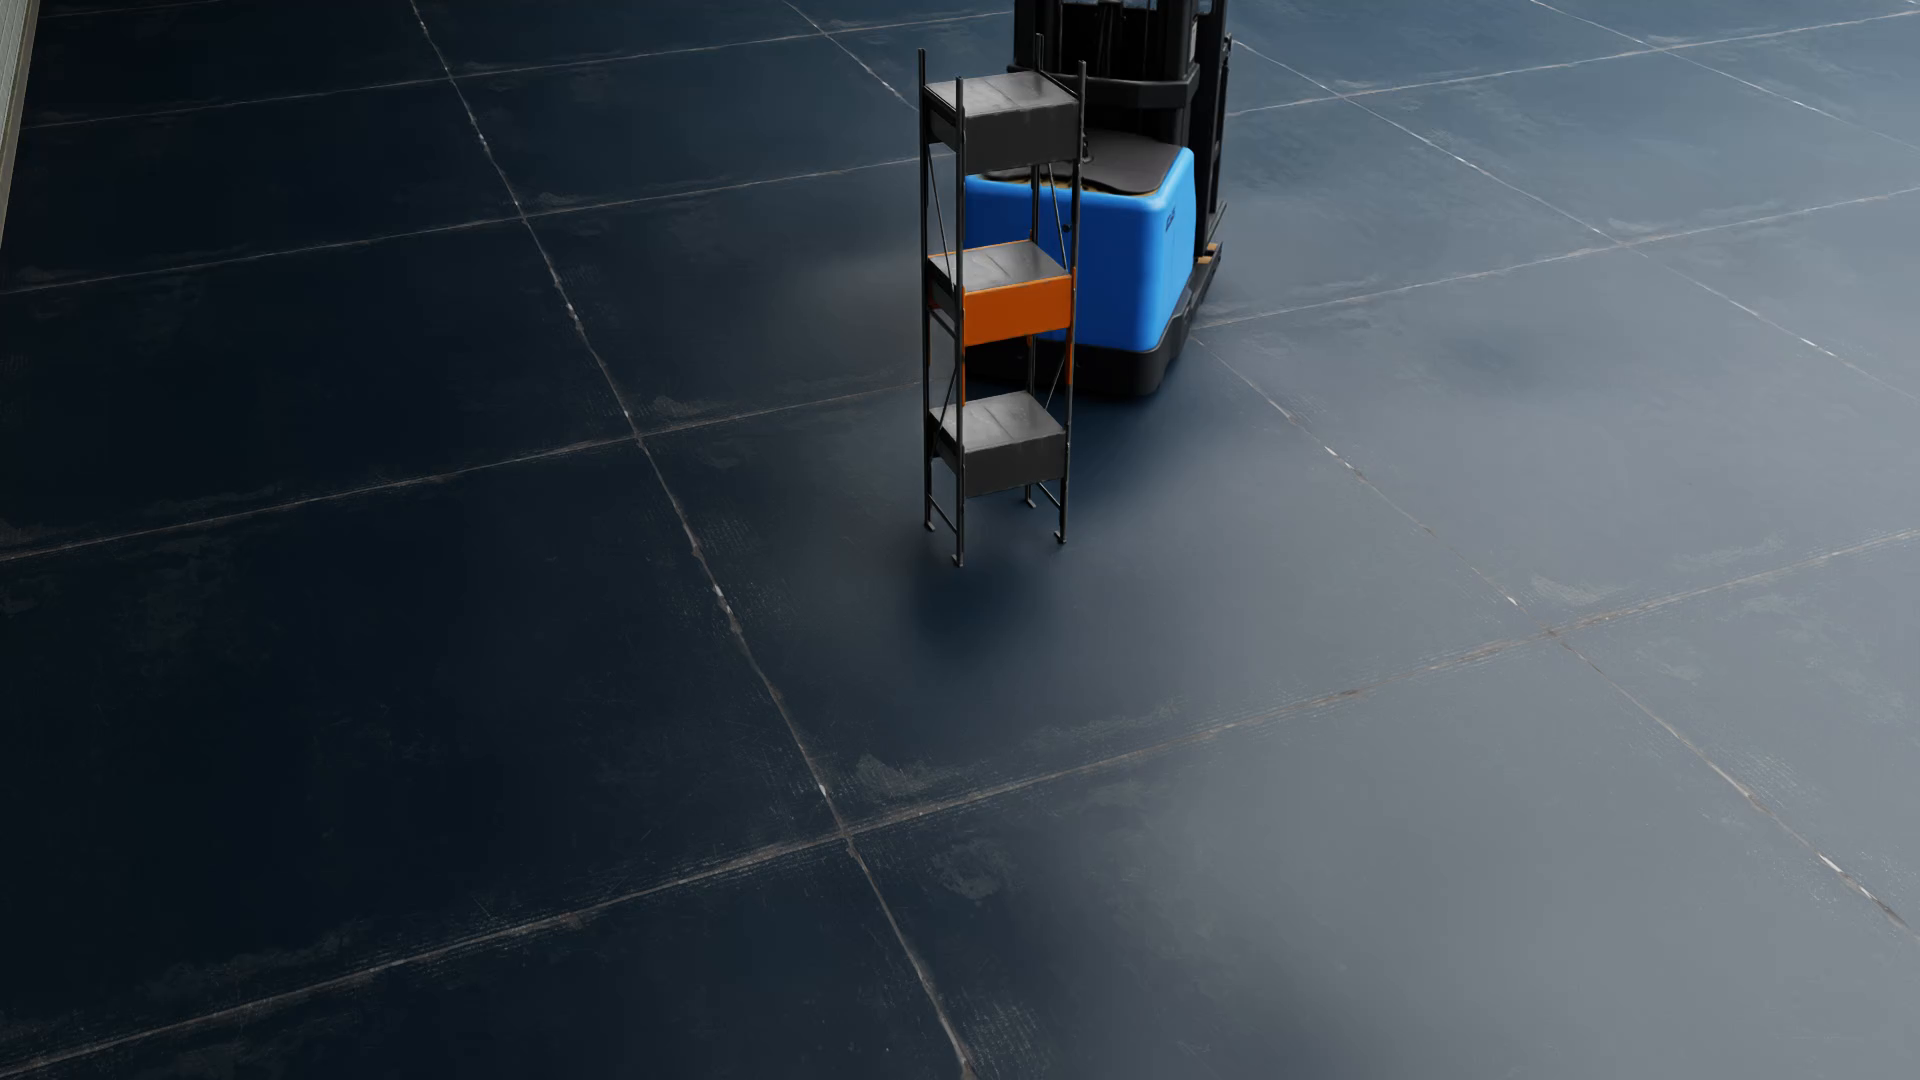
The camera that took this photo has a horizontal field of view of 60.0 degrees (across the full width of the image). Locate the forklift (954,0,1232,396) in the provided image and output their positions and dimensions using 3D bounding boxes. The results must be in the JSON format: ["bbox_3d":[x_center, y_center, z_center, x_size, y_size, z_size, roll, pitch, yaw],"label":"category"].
[{"bbox_3d":[0.888,-2.737,8.769,1.130,2.935,3.031,9,34,14],"label":"forklift"}]

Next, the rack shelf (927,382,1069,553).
[{"bbox_3d":[0.153,-0.317,7.120,0.480,0.518,0.431,-13,35,-19],"label":"rack shelf"}]

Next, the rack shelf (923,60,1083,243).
[{"bbox_3d":[0.153,-1.490,6.357,0.480,0.518,0.431,-13,35,-19],"label":"rack shelf"}]

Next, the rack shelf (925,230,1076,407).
[{"bbox_3d":[0.153,-0.904,6.738,0.480,0.518,0.431,-13,35,-19],"label":"rack shelf"}]

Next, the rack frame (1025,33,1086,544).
[{"bbox_3d":[0.378,-0.967,6.810,0.015,2.100,0.400,-13,35,-19],"label":"rack frame"}]

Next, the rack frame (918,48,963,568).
[{"bbox_3d":[-0.072,-0.864,6.652,0.015,2.100,0.400,-13,35,-19],"label":"rack frame"}]

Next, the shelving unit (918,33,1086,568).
[{"bbox_3d":[0.153,-0.915,6.731,0.503,2.100,0.431,-13,35,-19],"label":"shelving unit"}]
